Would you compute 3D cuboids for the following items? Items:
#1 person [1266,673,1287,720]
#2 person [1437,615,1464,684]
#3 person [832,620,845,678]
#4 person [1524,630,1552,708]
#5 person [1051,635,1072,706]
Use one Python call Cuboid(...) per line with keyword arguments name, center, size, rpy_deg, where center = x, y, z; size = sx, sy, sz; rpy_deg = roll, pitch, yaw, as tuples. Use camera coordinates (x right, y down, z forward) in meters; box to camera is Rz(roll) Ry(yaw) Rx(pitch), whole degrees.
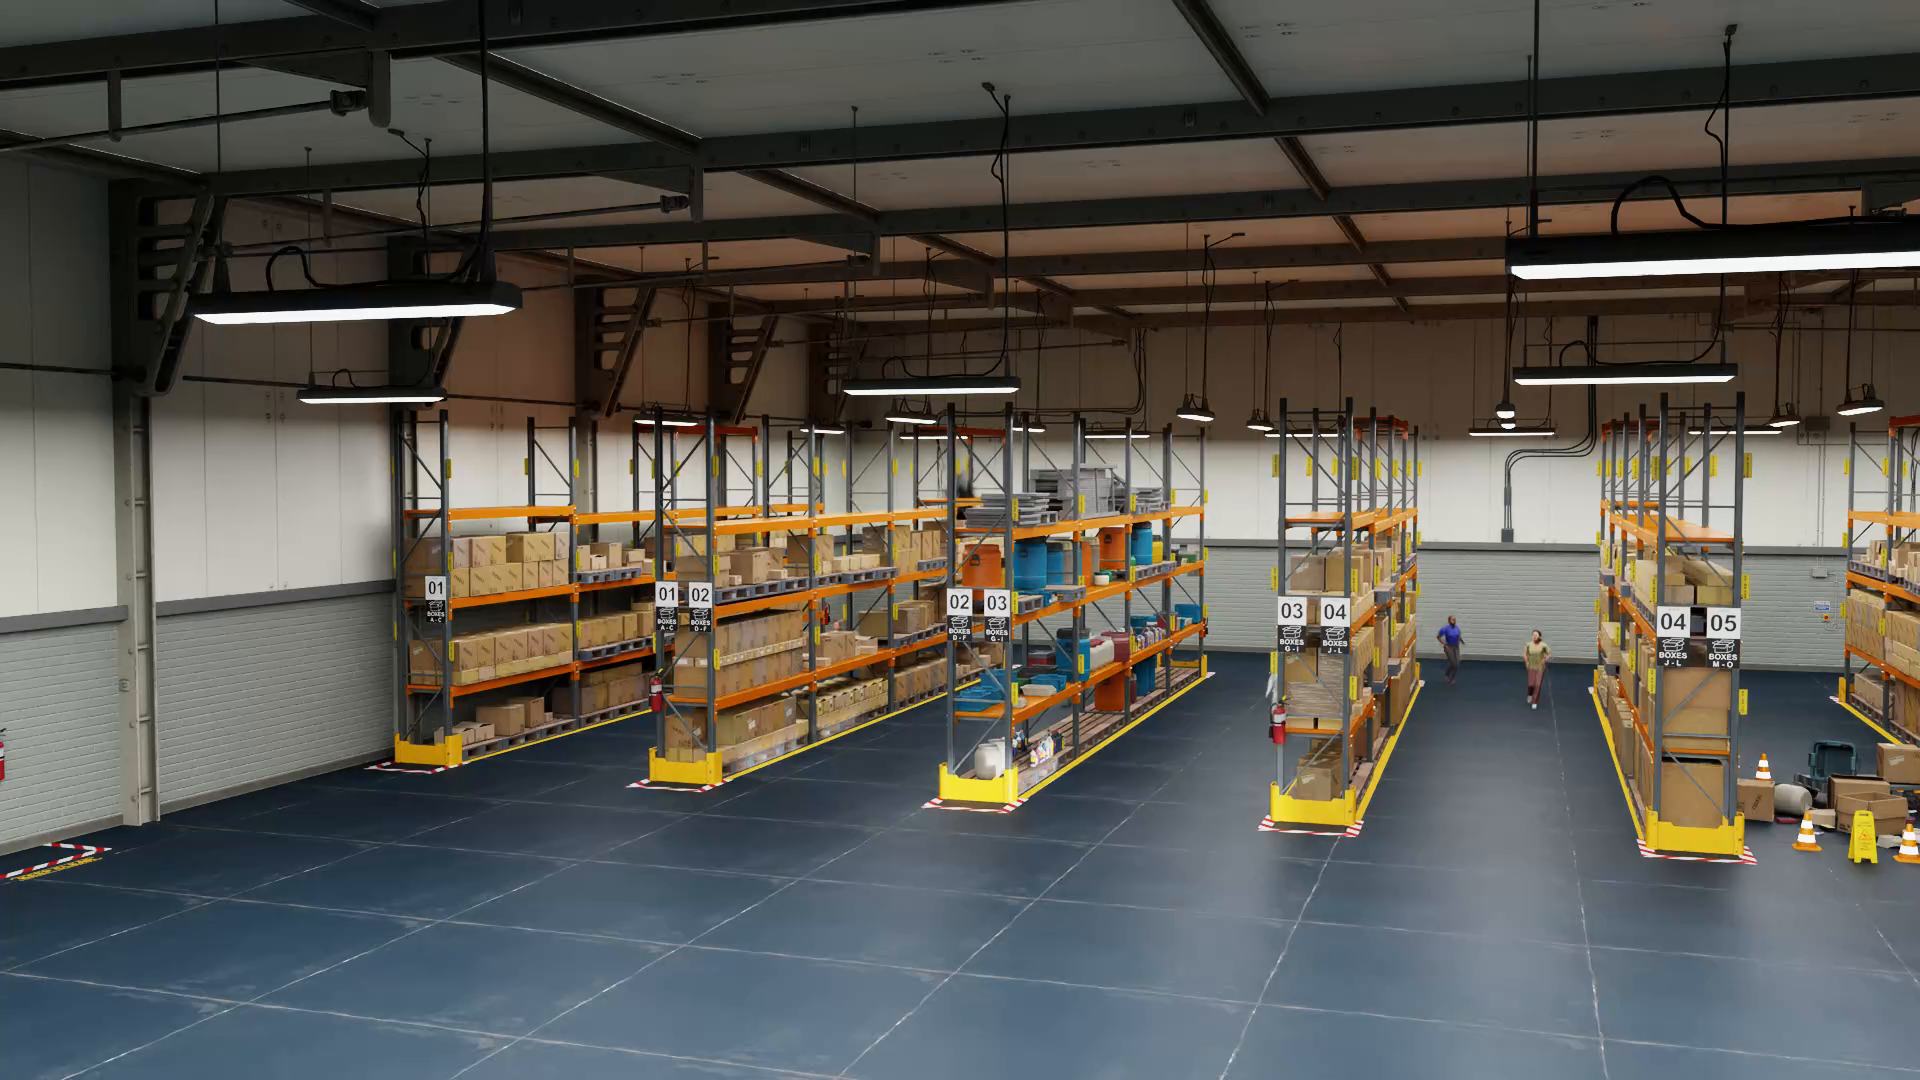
Cuboid(name="person", center=(5.970, 2.905, 30.654), size=(0.619, 1.624, 0.784), rpy_deg=(1, 3, 29))
Cuboid(name="person", center=(11.420, 2.552, 38.509), size=(0.582, 1.623, 0.537), rpy_deg=(-1, 3, -21))
Cuboid(name="person", center=(-2.739, 2.595, 36.955), size=(0.564, 1.630, 0.548), rpy_deg=(1, 3, 13))
Cuboid(name="person", center=(12.064, 2.700, 34.769), size=(0.569, 1.637, 0.565), rpy_deg=(1, 3, 25))
Cuboid(name="person", center=(2.218, 2.753, 35.113), size=(0.595, 1.531, 0.795), rpy_deg=(2, 3, 35))
